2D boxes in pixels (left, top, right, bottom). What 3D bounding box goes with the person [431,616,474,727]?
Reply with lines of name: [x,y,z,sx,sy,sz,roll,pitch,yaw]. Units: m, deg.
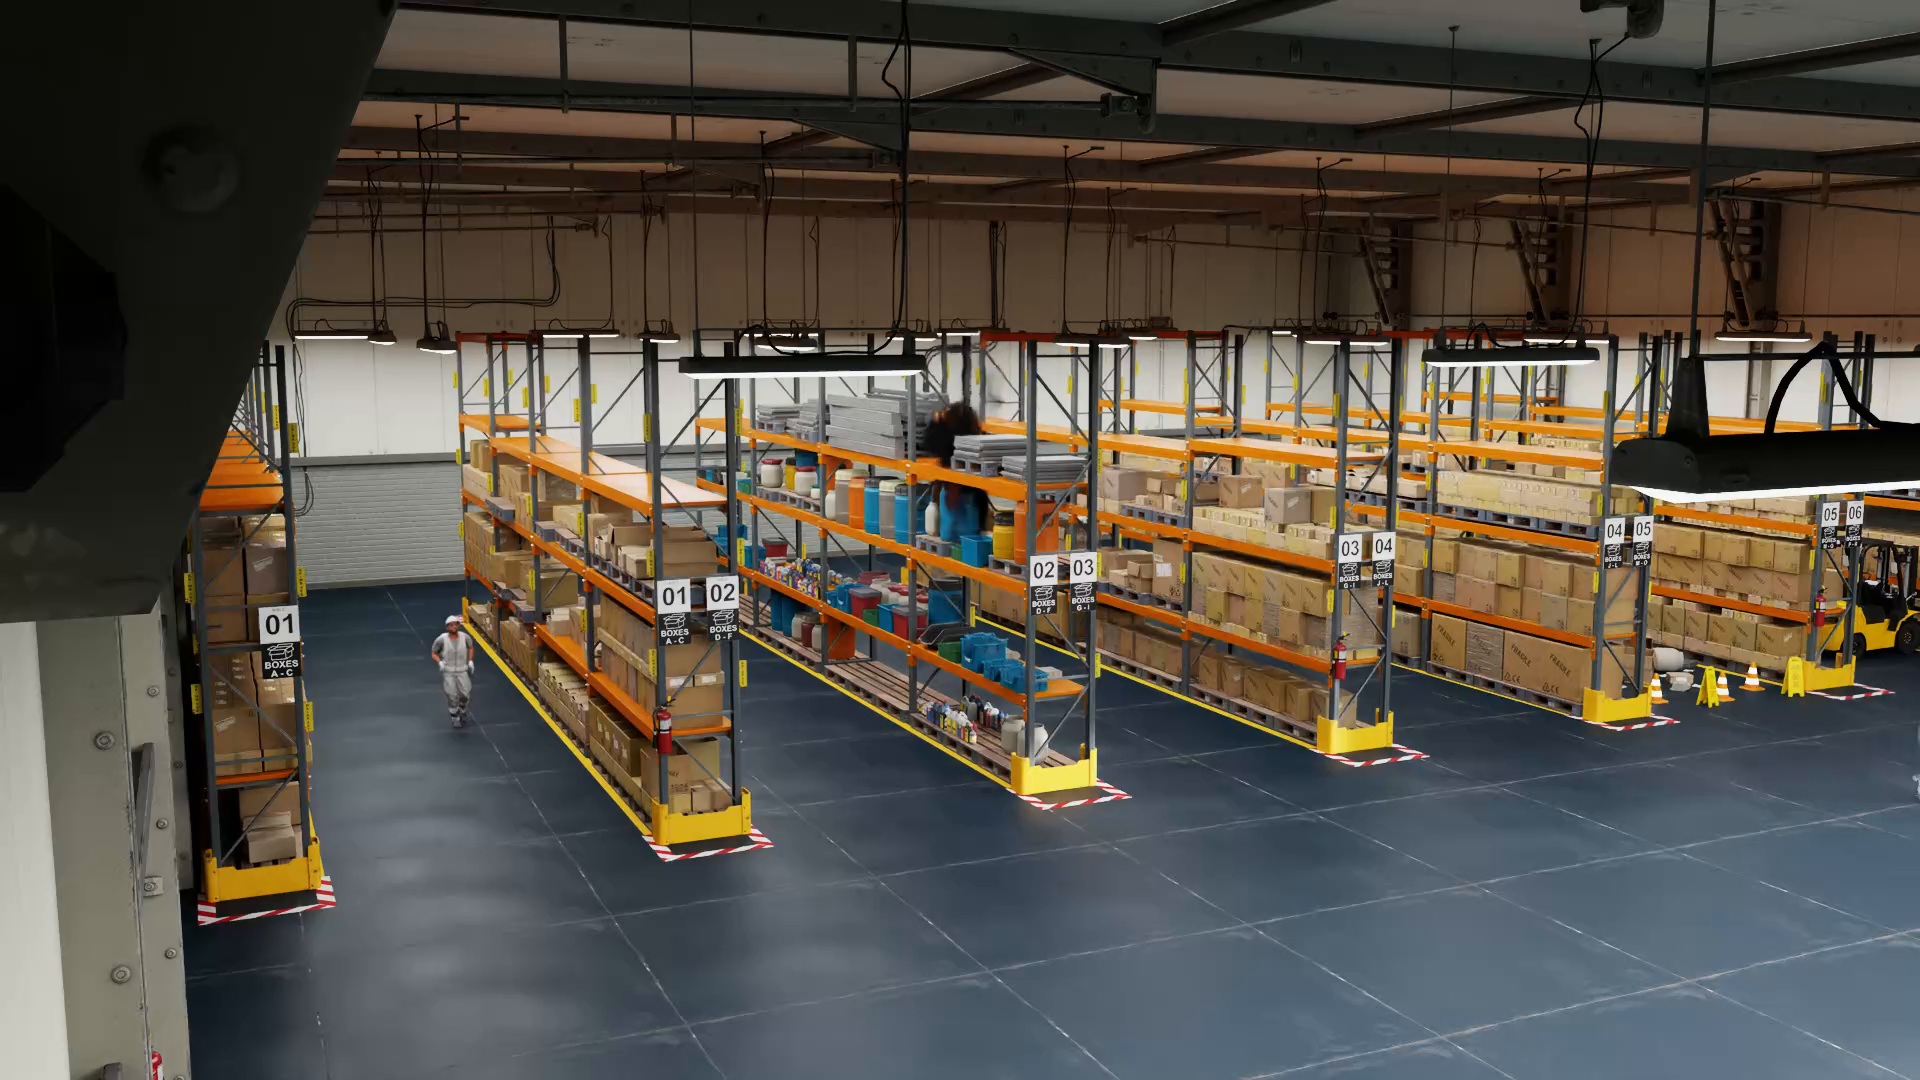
person: [-7.757,2.028,25.527,0.661,1.746,0.572,-4,9,-25]

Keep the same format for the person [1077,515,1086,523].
person: [2.929,-0.058,41.612,0.604,1.640,0.655,7,10,42]
